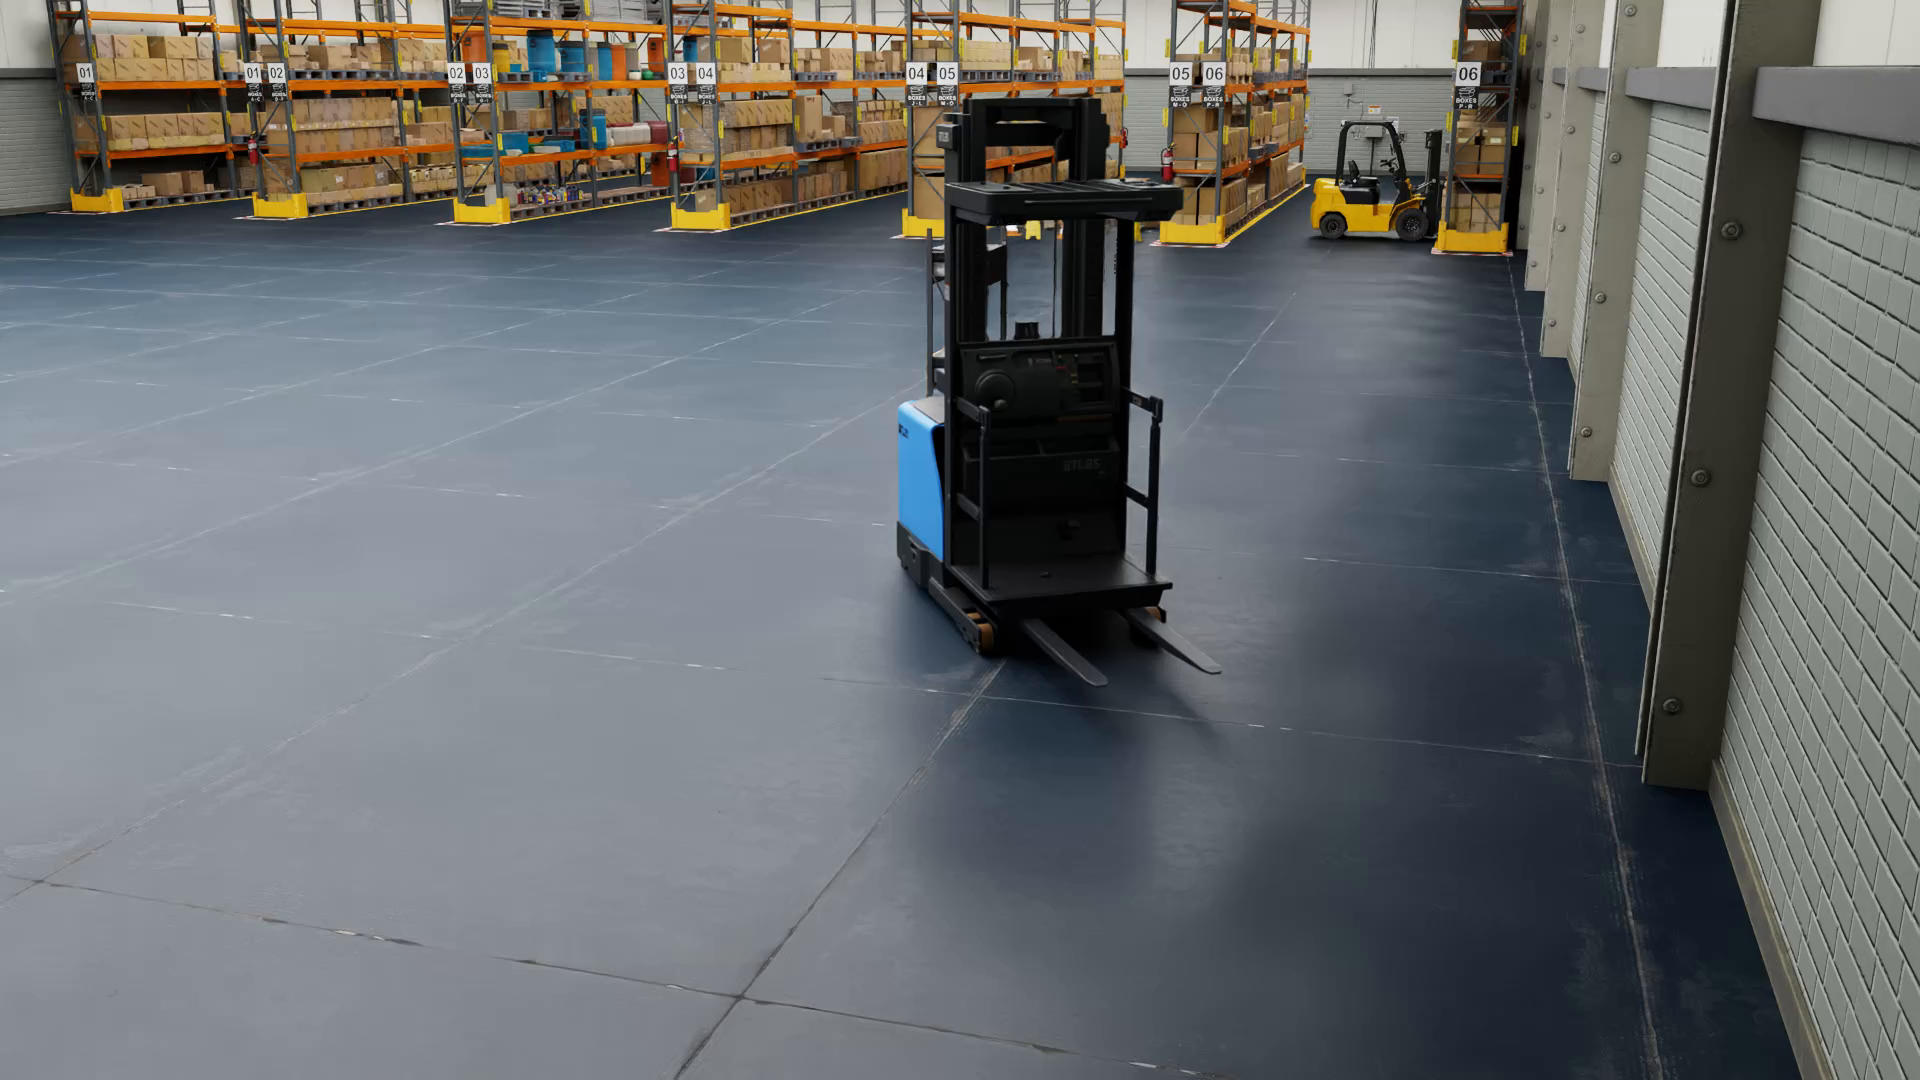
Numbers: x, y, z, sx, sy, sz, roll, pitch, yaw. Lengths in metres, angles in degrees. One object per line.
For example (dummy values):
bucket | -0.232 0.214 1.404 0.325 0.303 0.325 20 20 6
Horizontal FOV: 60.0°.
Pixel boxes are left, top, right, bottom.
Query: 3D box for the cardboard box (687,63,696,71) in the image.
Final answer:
cardboard box | -5.451 -9.367 32.904 0.380 0.149 0.250 5 16 16

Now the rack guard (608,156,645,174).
rack guard | -10.203 -11.440 50.747 1.175 0.500 0.348 5 16 16

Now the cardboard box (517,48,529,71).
cardboard box | -11.908 -12.882 44.617 0.600 0.600 0.600 4 16 14

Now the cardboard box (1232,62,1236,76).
cardboard box | 4.821 -8.695 30.720 0.500 0.250 0.500 4 16 15

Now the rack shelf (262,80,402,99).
rack shelf | -14.160 -10.097 37.252 1.077 0.370 4.000 5 16 16

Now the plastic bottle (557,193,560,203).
plastic bottle | -8.953 -7.603 36.959 0.097 0.201 0.097 0 16 0

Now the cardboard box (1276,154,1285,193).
cardboard box | 7.332 -8.853 40.169 0.875 0.875 0.875 5 17 17

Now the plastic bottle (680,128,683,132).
plastic bottle | -7.396 -10.777 44.055 0.152 0.276 0.135 5 16 16

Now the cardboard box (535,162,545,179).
cardboard box | -11.617 -10.081 45.148 0.500 0.500 0.500 4 16 14

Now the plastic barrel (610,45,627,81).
plastic barrel | -8.334 -11.465 39.970 0.600 0.830 0.708 5 16 16

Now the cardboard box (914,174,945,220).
cardboard box | -0.375 -6.659 32.433 0.875 0.875 0.875 5 17 16

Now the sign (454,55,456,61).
sign | -12.974 -12.304 42.767 0.100 0.325 0.005 5 16 16

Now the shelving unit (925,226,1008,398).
shelving unit | 0.047 -1.053 11.196 0.431 2.100 0.503 5 16 16

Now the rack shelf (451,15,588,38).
rack shelf | -9.412 -10.963 35.539 1.077 0.370 4.000 5 16 16

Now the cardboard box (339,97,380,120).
cardboard box | -13.854 -9.947 38.339 0.700 0.500 0.500 5 16 16

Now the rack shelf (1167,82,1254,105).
rack shelf | 4.839 -8.559 31.830 1.077 0.370 4.000 5 16 16

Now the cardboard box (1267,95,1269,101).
cardboard box | 7.642 -11.086 41.711 0.380 0.149 0.250 5 17 17

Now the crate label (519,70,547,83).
crate label | -9.131 -9.927 35.607 0.502 0.251 0.408 5 16 16

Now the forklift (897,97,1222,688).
forklift | 0.522 -0.910 9.166 1.130 2.935 3.031 -5 17 -17

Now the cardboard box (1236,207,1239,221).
cardboard box | 5.206 -6.416 32.724 0.500 0.250 0.500 5 17 17

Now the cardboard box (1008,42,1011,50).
cardboard box | 0.834 -10.178 34.267 0.380 0.149 0.250 4 16 15

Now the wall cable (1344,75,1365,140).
wall cable | 11.760 -12.984 49.747 0.588 1.984 0.122 5 16 16

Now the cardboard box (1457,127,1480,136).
cardboard box | 8.930 -7.168 29.188 0.380 0.149 0.250 5 16 16

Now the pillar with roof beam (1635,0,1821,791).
pillar with roof beam | -0.856 -3.608 7.560 9.100 9.000 0.400 5 16 16

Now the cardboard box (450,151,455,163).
cardboard box | -15.464 -11.452 50.018 0.700 0.500 0.500 5 17 17

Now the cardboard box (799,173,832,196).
cardboard box | -3.429 -8.338 39.003 0.700 0.500 0.500 6 17 21

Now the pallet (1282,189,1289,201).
pallet | 7.533 -8.529 41.013 1.003 0.211 1.213 5 16 16

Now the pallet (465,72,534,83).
pallet | -9.651 -9.653 34.713 1.003 0.211 1.213 5 16 16

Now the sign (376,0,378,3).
sign | -16.593 -15.461 47.344 0.100 0.325 0.005 5 16 16

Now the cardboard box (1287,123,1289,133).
cardboard box | 7.788 -10.113 40.844 0.500 0.250 0.500 5 16 16

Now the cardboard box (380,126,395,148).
cardboard box | -13.711 -9.455 38.983 0.700 0.500 0.500 4 16 14

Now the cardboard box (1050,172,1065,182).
cardboard box | 2.215 -8.554 39.802 0.500 0.500 0.500 4 16 14

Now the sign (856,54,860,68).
sign | -2.438 -11.450 39.755 0.100 0.325 0.005 5 16 16

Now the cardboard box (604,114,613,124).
cardboard box | -10.482 -12.175 48.572 0.500 0.500 0.500 4 16 15

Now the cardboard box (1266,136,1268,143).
cardboard box | 6.562 -8.799 36.544 0.380 0.149 0.250 4 16 13

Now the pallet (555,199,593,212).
pallet | -9.074 -7.624 37.822 1.003 0.211 1.213 5 16 16

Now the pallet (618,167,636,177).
pallet | -10.428 -11.092 50.051 1.003 0.211 1.213 5 16 16

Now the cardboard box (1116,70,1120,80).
cardboard box | 4.029 -12.580 44.962 0.500 0.250 0.500 5 16 16

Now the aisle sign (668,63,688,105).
aisle sign | -5.536 -8.965 32.676 0.394 0.787 0.004 5 16 16

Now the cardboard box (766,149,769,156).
cardboard box | -4.276 -8.231 35.312 0.380 0.149 0.250 5 16 16

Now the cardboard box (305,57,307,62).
cardboard box | -14.654 -10.439 36.387 0.500 0.250 0.500 5 16 16

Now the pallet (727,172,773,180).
pallet | -6.053 -10.405 47.627 1.003 0.211 1.213 5 16 16

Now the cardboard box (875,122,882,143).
cardboard box | -2.272 -10.224 41.695 0.500 0.500 0.500 4 16 15

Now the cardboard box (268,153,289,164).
cardboard box | -17.723 -9.851 42.964 0.500 0.250 0.500 5 16 16

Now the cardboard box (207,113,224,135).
cardboard box | -18.180 -10.057 40.153 0.500 0.500 0.500 5 16 16

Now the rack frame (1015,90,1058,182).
rack frame | 1.769 -9.389 38.936 1.000 3.000 0.127 5 16 16

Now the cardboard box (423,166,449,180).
cardboard box | -12.942 -9.027 40.900 0.500 0.311 0.500 4 16 14

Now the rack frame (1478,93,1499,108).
rack frame | 13.577 -10.741 43.701 1.000 3.000 0.127 5 16 16

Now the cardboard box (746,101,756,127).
cardboard box | -4.524 -8.764 34.169 0.500 0.500 0.500 5 16 16

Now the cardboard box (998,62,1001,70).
cardboard box | 0.619 -9.595 33.670 0.380 0.149 0.250 5 16 16

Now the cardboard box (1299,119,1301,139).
cardboard box | 8.640 -10.761 43.588 0.500 0.500 0.500 5 17 17

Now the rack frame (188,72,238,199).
rack frame | -18.342 -9.906 40.758 1.000 3.000 0.127 5 16 16

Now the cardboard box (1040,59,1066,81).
cardboard box | 2.187 -11.009 38.967 0.500 0.500 0.500 5 16 16
